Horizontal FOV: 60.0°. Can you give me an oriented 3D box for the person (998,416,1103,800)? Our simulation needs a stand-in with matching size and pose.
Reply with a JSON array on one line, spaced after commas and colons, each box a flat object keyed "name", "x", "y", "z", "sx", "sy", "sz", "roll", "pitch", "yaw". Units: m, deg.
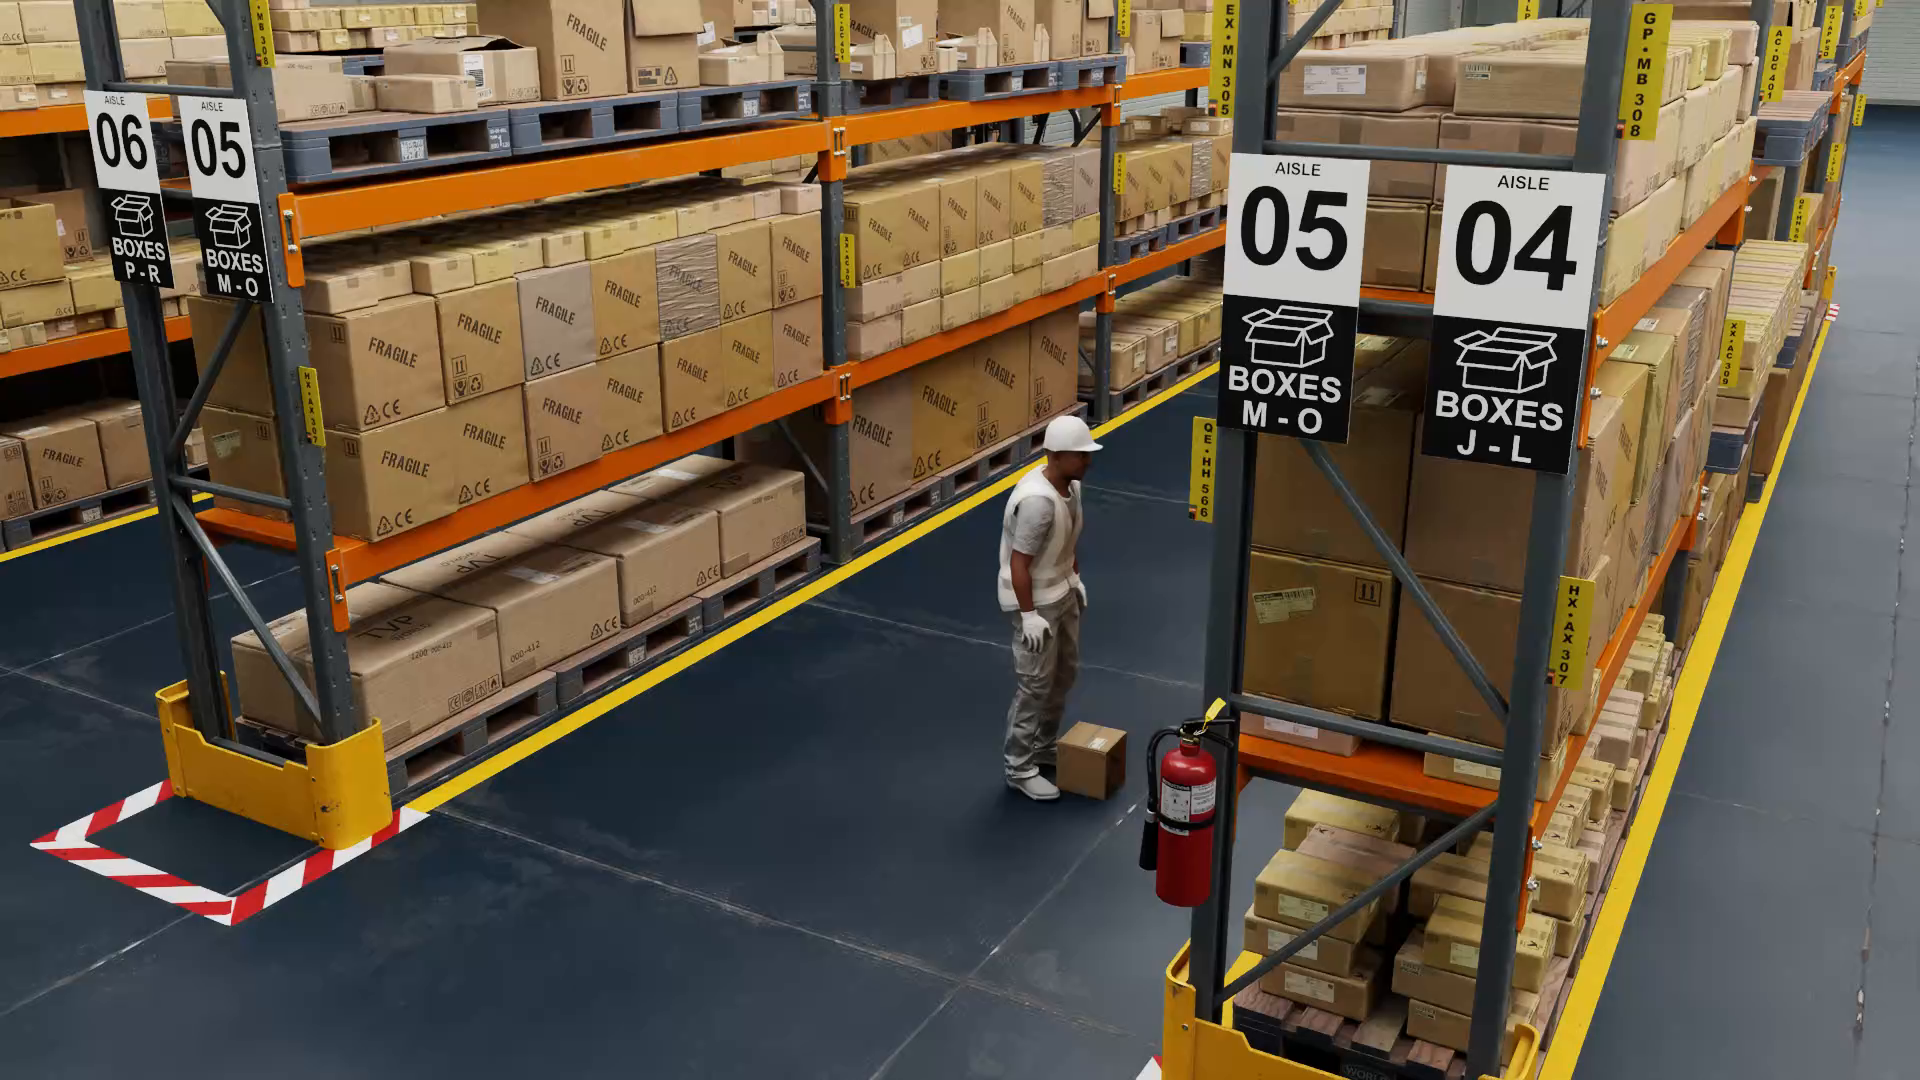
[{"name": "person", "x": 0.419, "y": 0.286, "z": 7.731, "sx": 0.444, "sy": 1.774, "sz": 0.629, "roll": 9, "pitch": 21, "yaw": 25}]
